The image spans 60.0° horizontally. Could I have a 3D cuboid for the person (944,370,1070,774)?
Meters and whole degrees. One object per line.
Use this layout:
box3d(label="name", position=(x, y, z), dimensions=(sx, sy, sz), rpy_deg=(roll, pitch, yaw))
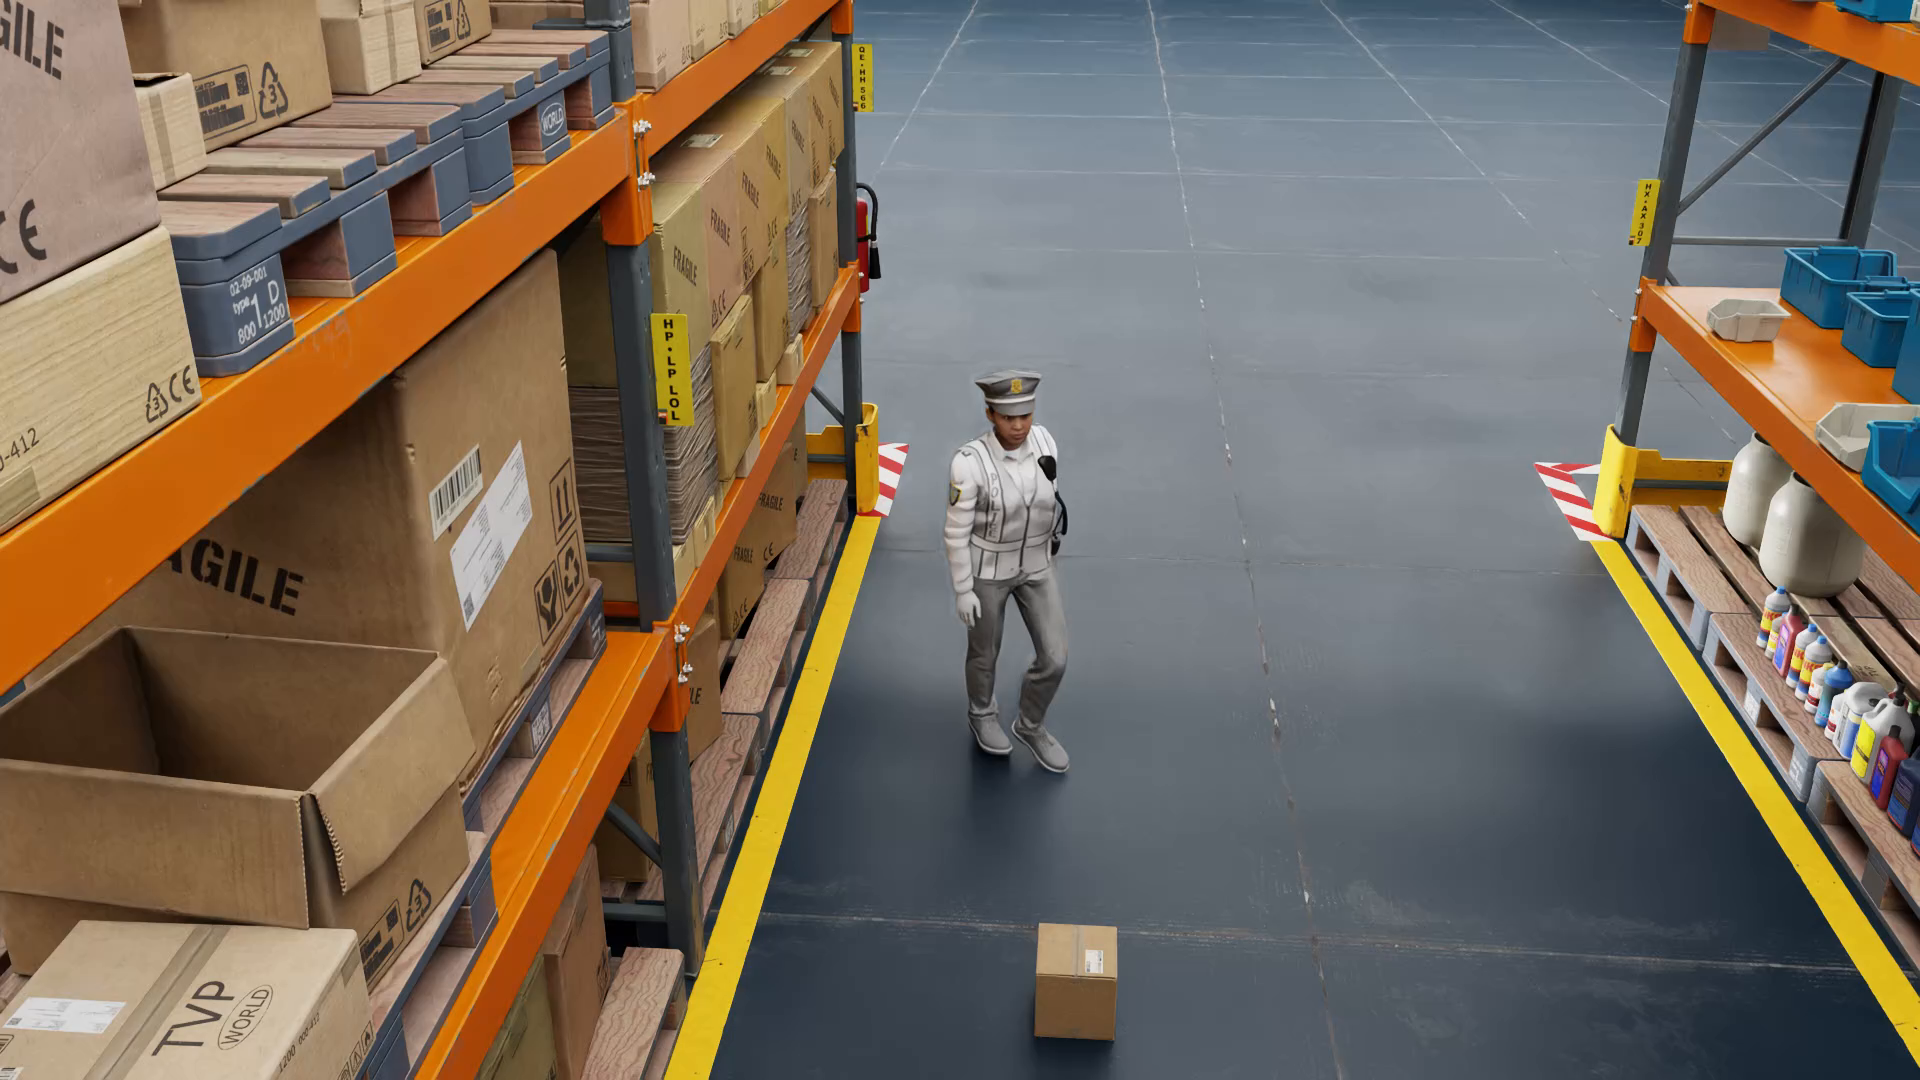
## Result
box3d(label="person", position=(0.160, 0.118, 6.318), dimensions=(0.510, 1.687, 0.511), rpy_deg=(-10, 26, -20))
